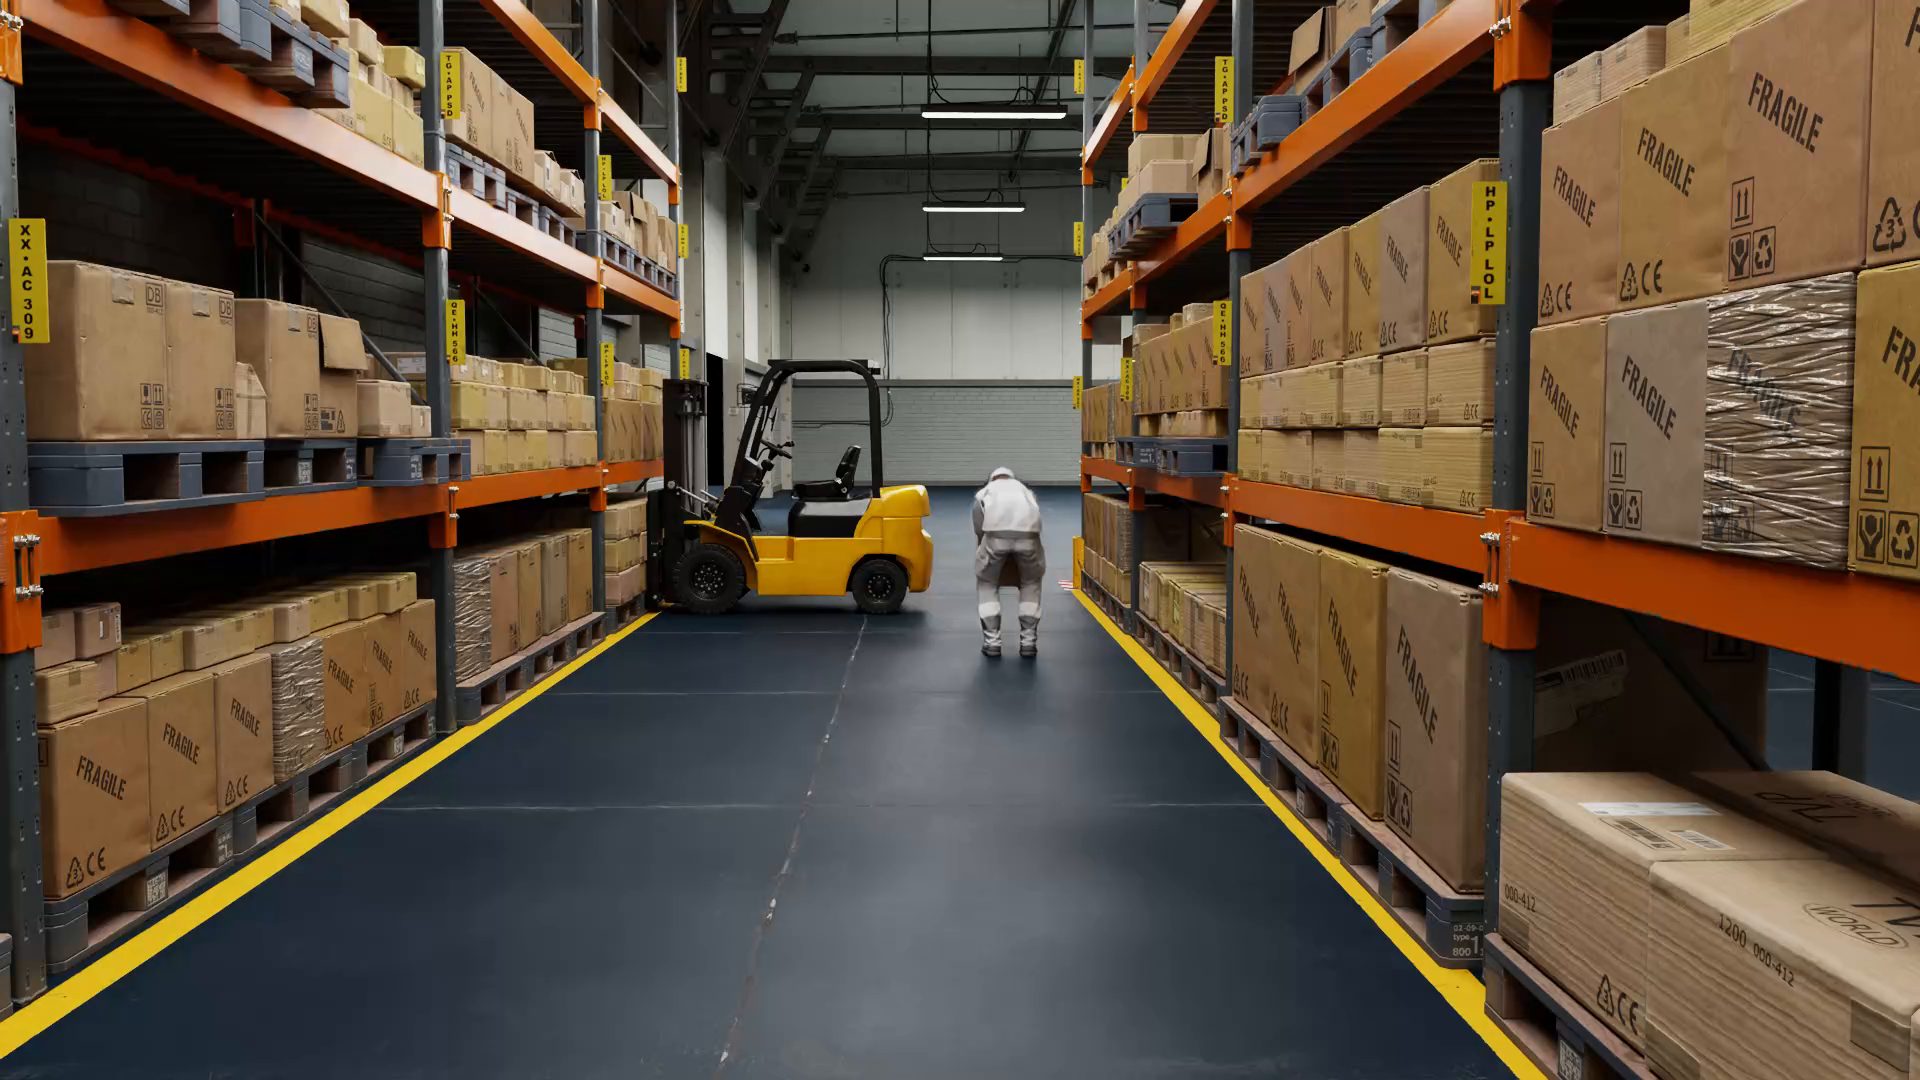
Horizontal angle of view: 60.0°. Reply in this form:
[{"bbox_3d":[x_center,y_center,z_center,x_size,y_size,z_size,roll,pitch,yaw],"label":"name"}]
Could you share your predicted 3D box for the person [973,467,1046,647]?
[{"bbox_3d":[11.355,-0.867,27.358,24.410,1.287,30.829,0,4,-3],"label":"person"}]
